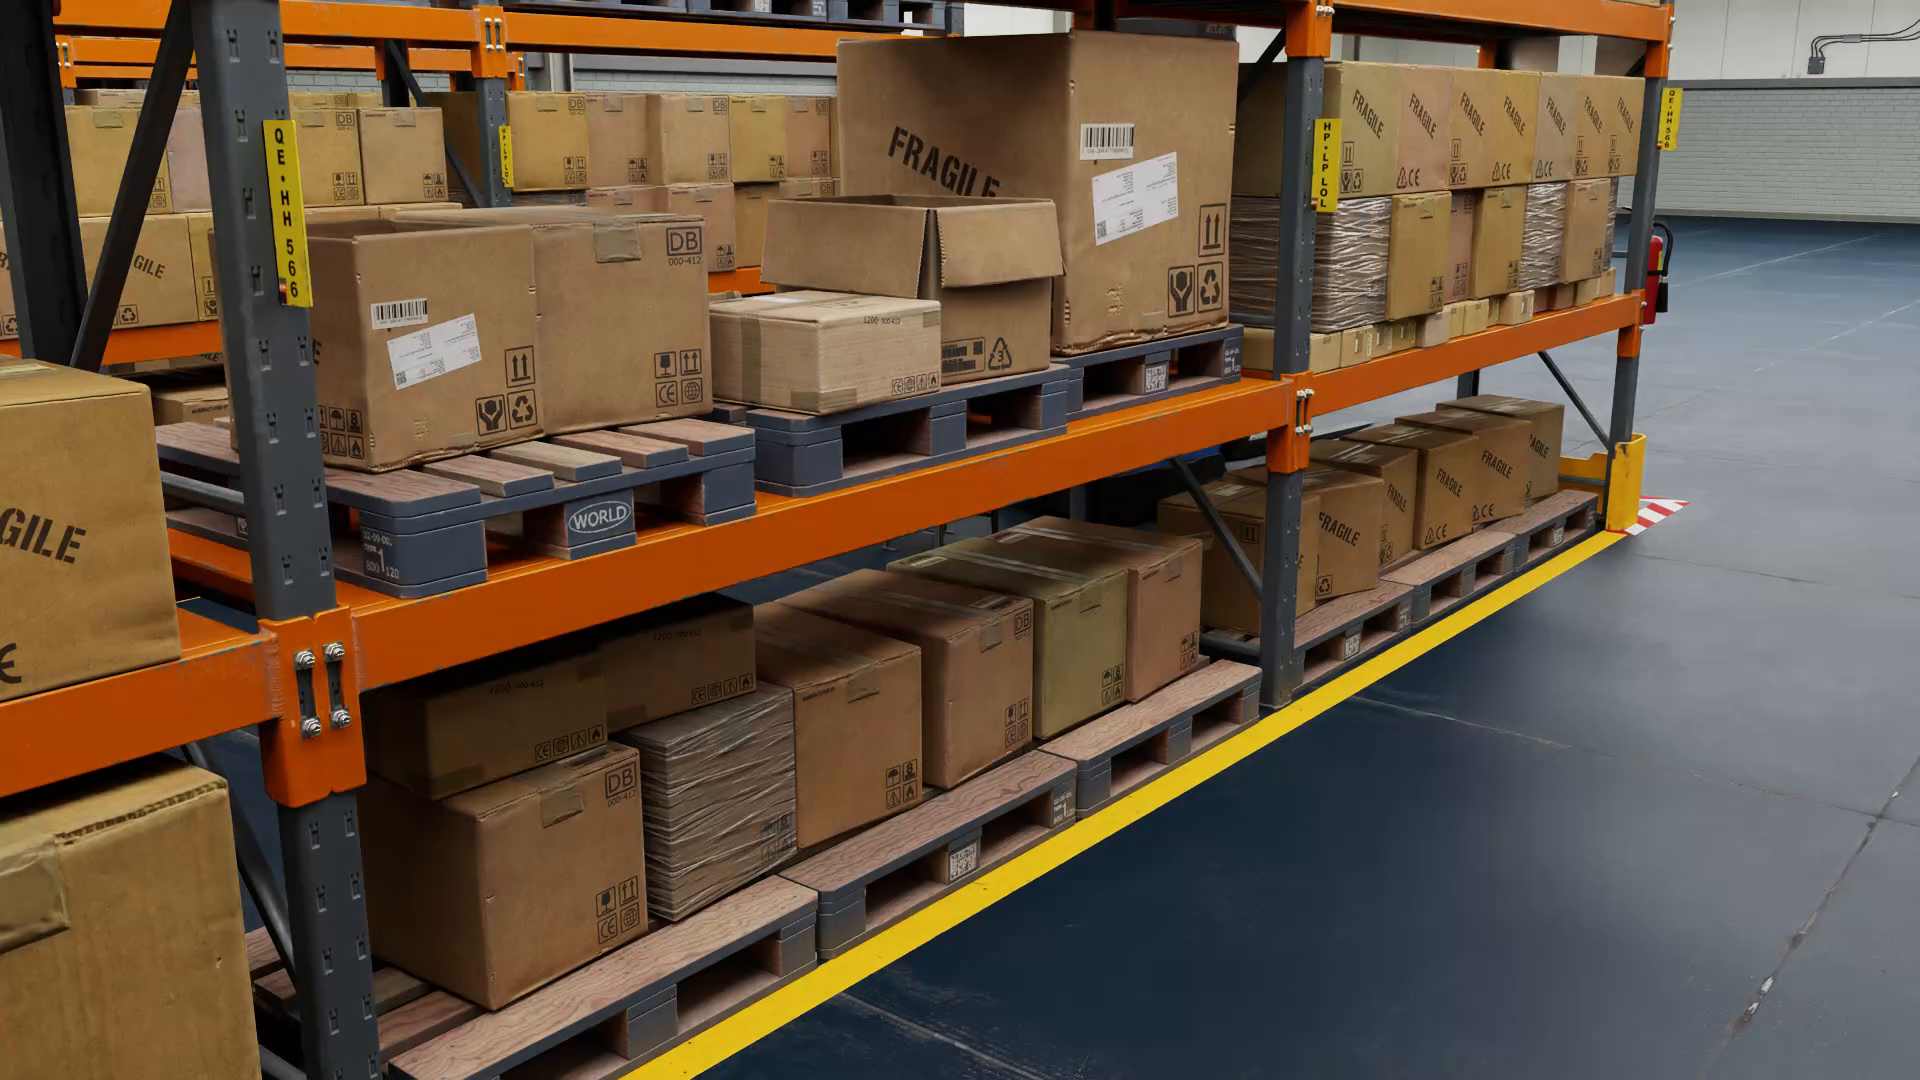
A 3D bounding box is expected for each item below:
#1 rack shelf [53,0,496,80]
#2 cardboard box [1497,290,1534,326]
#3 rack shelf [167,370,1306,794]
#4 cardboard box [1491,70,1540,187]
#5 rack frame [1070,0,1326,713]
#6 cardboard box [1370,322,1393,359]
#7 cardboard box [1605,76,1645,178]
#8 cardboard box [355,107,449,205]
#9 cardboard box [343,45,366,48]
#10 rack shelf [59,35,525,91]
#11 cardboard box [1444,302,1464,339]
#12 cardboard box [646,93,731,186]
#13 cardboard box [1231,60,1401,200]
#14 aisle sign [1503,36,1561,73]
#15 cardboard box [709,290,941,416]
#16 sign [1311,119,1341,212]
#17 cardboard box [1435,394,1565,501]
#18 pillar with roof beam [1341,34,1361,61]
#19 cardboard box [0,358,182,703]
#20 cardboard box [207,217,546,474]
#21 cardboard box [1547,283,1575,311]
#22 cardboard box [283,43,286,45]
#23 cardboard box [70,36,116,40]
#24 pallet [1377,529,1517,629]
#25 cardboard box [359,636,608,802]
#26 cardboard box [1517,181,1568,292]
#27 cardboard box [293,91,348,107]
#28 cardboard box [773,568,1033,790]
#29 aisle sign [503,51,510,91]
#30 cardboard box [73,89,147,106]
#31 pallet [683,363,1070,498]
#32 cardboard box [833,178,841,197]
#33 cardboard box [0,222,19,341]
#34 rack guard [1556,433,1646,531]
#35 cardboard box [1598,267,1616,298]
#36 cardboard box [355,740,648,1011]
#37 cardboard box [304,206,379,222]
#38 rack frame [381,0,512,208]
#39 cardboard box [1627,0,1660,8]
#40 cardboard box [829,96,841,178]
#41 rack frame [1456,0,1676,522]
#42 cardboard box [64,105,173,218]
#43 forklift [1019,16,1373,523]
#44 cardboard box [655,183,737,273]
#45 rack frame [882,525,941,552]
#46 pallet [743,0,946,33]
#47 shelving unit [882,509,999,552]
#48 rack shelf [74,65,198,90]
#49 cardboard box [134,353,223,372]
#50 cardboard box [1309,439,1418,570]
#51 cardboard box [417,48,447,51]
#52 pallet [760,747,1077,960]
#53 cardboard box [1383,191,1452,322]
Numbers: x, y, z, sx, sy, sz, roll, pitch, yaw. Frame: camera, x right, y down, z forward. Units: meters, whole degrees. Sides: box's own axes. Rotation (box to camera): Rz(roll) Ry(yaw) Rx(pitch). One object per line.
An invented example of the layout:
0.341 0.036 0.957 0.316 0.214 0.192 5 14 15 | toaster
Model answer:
-4.169 -2.380 7.767 1.077 0.370 4.000 11 18 38 | rack shelf
2.517 -1.125 7.969 0.380 0.149 0.250 11 18 38 | cardboard box
-0.375 -0.139 5.039 1.077 0.370 4.000 11 18 38 | rack shelf
2.296 -1.884 7.609 0.500 0.500 0.500 11 18 38 | cardboard box
0.882 -0.871 6.458 1.000 3.000 0.127 11 18 38 | rack frame
1.554 -0.842 6.854 0.380 0.149 0.250 11 18 38 | cardboard box
3.243 -2.170 8.737 0.500 0.500 0.500 11 18 38 | cardboard box
-3.220 -2.095 9.043 0.700 0.500 0.500 11 18 37 | cardboard box
-5.145 -4.150 13.784 0.380 0.149 0.250 11 18 36 | cardboard box
-5.569 -3.892 13.722 1.077 0.370 4.000 11 18 38 | rack shelf
2.018 -0.987 7.425 0.380 0.149 0.250 11 18 38 | cardboard box
-1.952 -2.525 10.470 0.875 0.550 0.550 11 18 38 | cardboard box
1.363 -1.595 6.471 0.500 0.500 0.500 11 18 38 | cardboard box
3.202 -2.955 9.383 0.394 0.787 0.004 11 18 38 | aisle sign
-0.399 -0.521 4.533 0.500 0.250 0.500 11 18 36 | cardboard box
1.316 -1.347 5.980 0.100 0.325 0.005 11 18 38 | sign
2.991 -0.512 9.269 0.500 0.500 0.500 -12 18 -39 | cardboard box
12.890 -11.931 37.810 9.100 9.000 0.400 11 18 38 | pillar with roof beam
-1.749 -0.020 2.908 0.500 0.500 0.500 12 19 39 | cardboard box
-1.323 -0.466 3.810 0.500 0.500 0.500 9 17 31 | cardboard box
2.934 -1.279 8.577 0.380 0.149 0.250 11 18 38 | cardboard box
-5.561 -3.991 13.161 0.380 0.149 0.250 11 18 36 | cardboard box
-6.435 -3.758 12.243 0.380 0.149 0.250 11 18 37 | cardboard box
2.043 0.112 8.253 1.003 0.211 1.213 11 18 38 | pallet
-1.234 0.397 4.128 0.500 0.250 0.500 12 19 40 | cardboard box
2.460 -1.525 8.226 0.875 0.500 0.500 11 18 38 | cardboard box
-5.449 -3.433 13.705 0.700 0.500 0.500 11 18 37 | cardboard box
-0.186 0.437 5.492 0.700 0.500 0.500 9 17 33 | cardboard box
-4.047 -4.397 15.061 0.394 0.787 0.004 11 18 38 | aisle sign
-6.381 -3.132 12.523 0.700 0.500 0.500 11 18 37 | cardboard box
-0.419 -0.397 4.984 1.003 0.211 1.213 11 18 38 | pallet
-0.925 -2.310 11.818 0.875 0.550 0.550 11 18 38 | cardboard box
-4.299 -1.179 7.467 0.500 0.500 0.500 11 18 37 | cardboard box
3.349 -0.411 9.724 1.175 0.500 0.348 11 18 38 | rack guard
3.378 -1.428 9.164 0.380 0.149 0.250 11 18 38 | cardboard box
-1.226 0.762 4.214 0.700 0.500 0.500 10 17 35 | cardboard box
-3.350 -1.468 8.607 0.500 0.500 0.500 11 18 37 | cardboard box
-2.912 -1.658 9.556 1.000 3.000 0.127 11 18 38 | rack frame
3.291 -2.886 8.605 0.500 0.250 0.500 12 18 39 | cardboard box
-0.935 -2.835 11.693 0.875 0.550 0.550 11 18 38 | cardboard box
3.396 -1.637 9.474 1.000 3.000 0.127 11 18 38 | rack frame
-4.178 -1.803 7.893 0.700 0.500 0.500 11 18 37 | cardboard box
1.509 -1.802 10.265 3.031 2.935 1.130 -14 20 -43 | forklift
-1.930 -1.997 10.587 0.875 0.550 0.550 11 18 38 | cardboard box
-0.257 -0.939 8.556 0.400 2.100 0.015 11 18 38 | rack frame
-0.856 -3.691 11.647 1.003 0.211 1.213 11 18 38 | pallet
-0.104 -0.986 8.740 0.431 2.100 0.503 11 18 38 | shelving unit
-9.432 -4.660 16.743 1.077 0.370 4.000 11 18 38 | rack shelf
-5.422 -1.290 11.648 0.500 0.500 0.500 11 18 38 | cardboard box
1.848 -0.175 7.944 0.500 0.500 0.500 9 17 33 | cardboard box
-4.643 -4.292 14.346 0.380 0.149 0.250 12 19 39 | cardboard box
-0.372 0.865 5.290 1.003 0.211 1.213 11 18 38 | pallet
1.555 -1.230 7.066 0.875 0.500 0.500 11 18 38 | cardboard box
